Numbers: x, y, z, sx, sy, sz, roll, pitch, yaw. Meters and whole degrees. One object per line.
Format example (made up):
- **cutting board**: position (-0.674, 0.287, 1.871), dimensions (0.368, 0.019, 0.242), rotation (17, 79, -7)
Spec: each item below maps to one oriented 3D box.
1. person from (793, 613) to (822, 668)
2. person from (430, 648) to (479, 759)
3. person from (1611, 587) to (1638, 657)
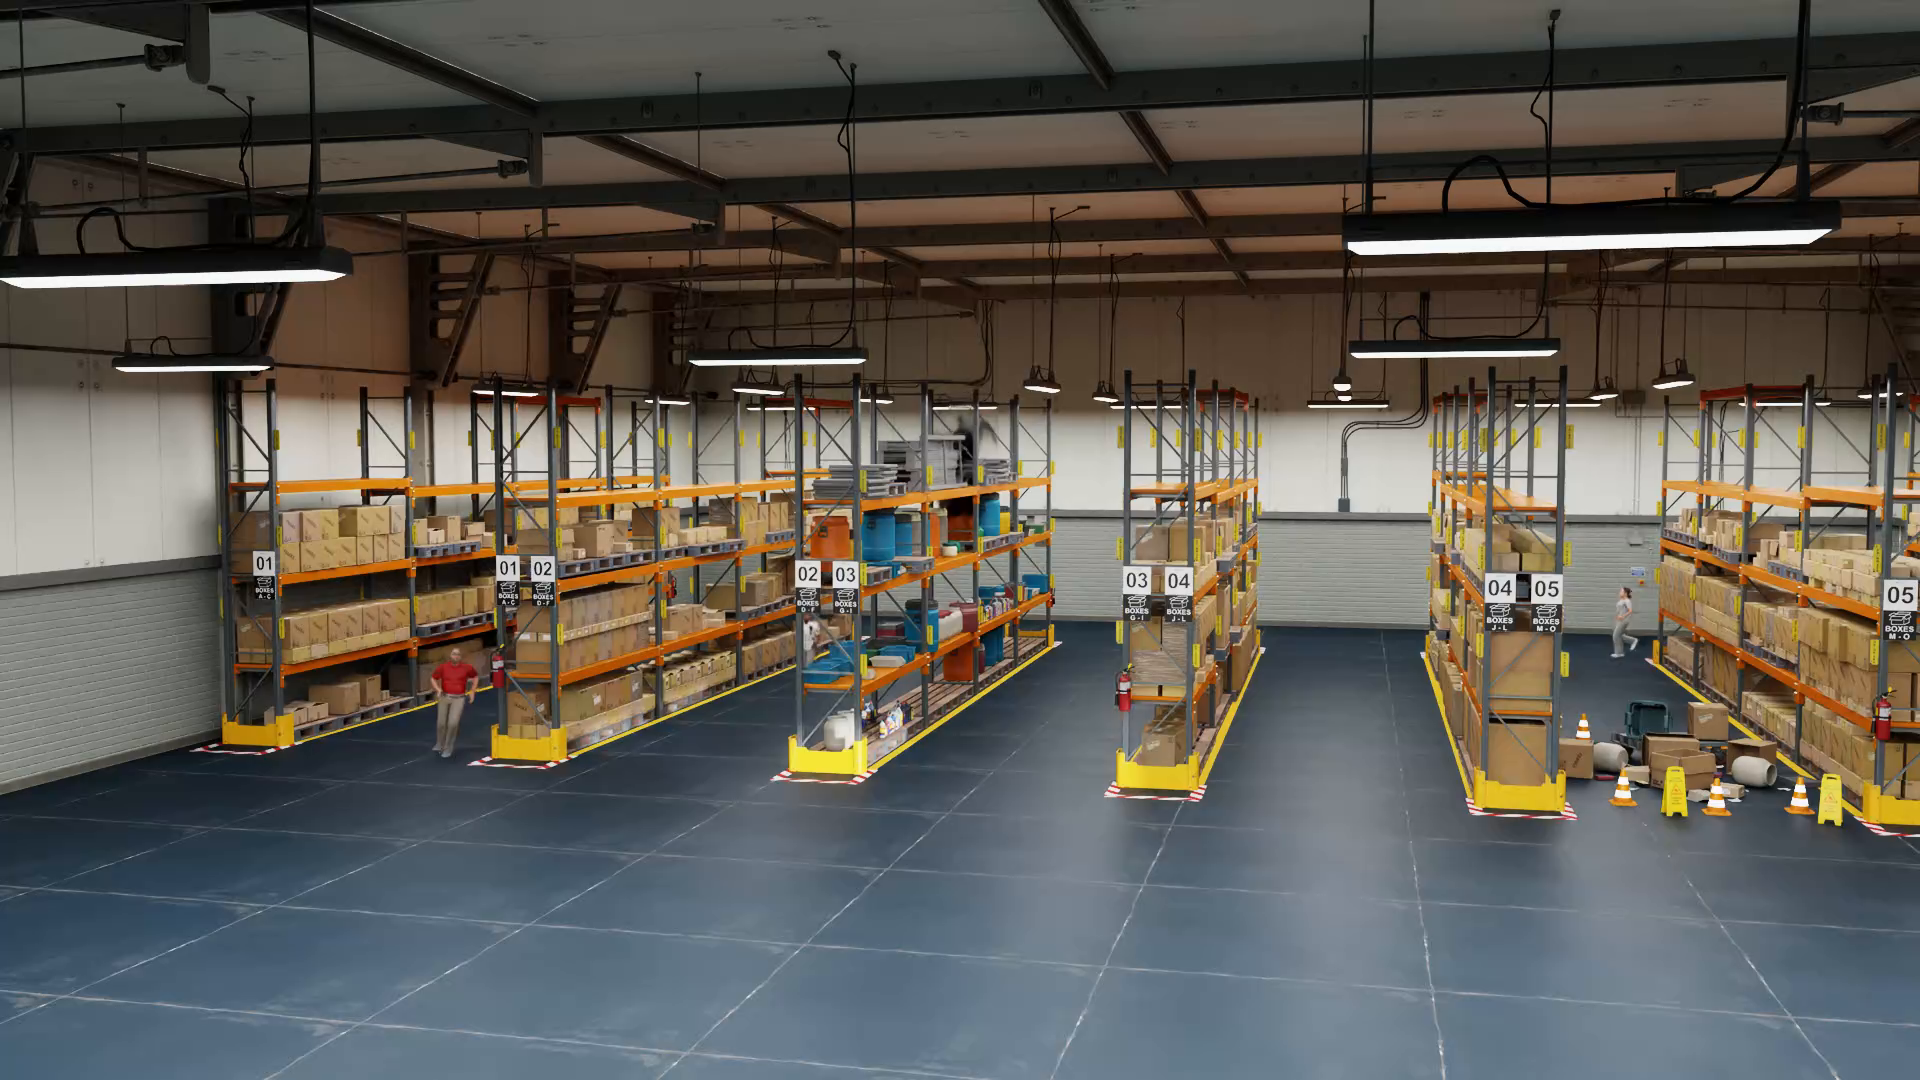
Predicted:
- **person**: position (-3.063, 2.192, 33.305), dimensions (0.582, 1.660, 0.578), rotation (0, 3, 4)
- **person**: position (-8.056, 2.589, 26.440), dimensions (0.733, 1.764, 0.692), rotation (0, 3, -6)
- **person**: position (15.356, 1.904, 38.358), dimensions (0.623, 1.610, 0.565), rotation (0, 3, 6)
